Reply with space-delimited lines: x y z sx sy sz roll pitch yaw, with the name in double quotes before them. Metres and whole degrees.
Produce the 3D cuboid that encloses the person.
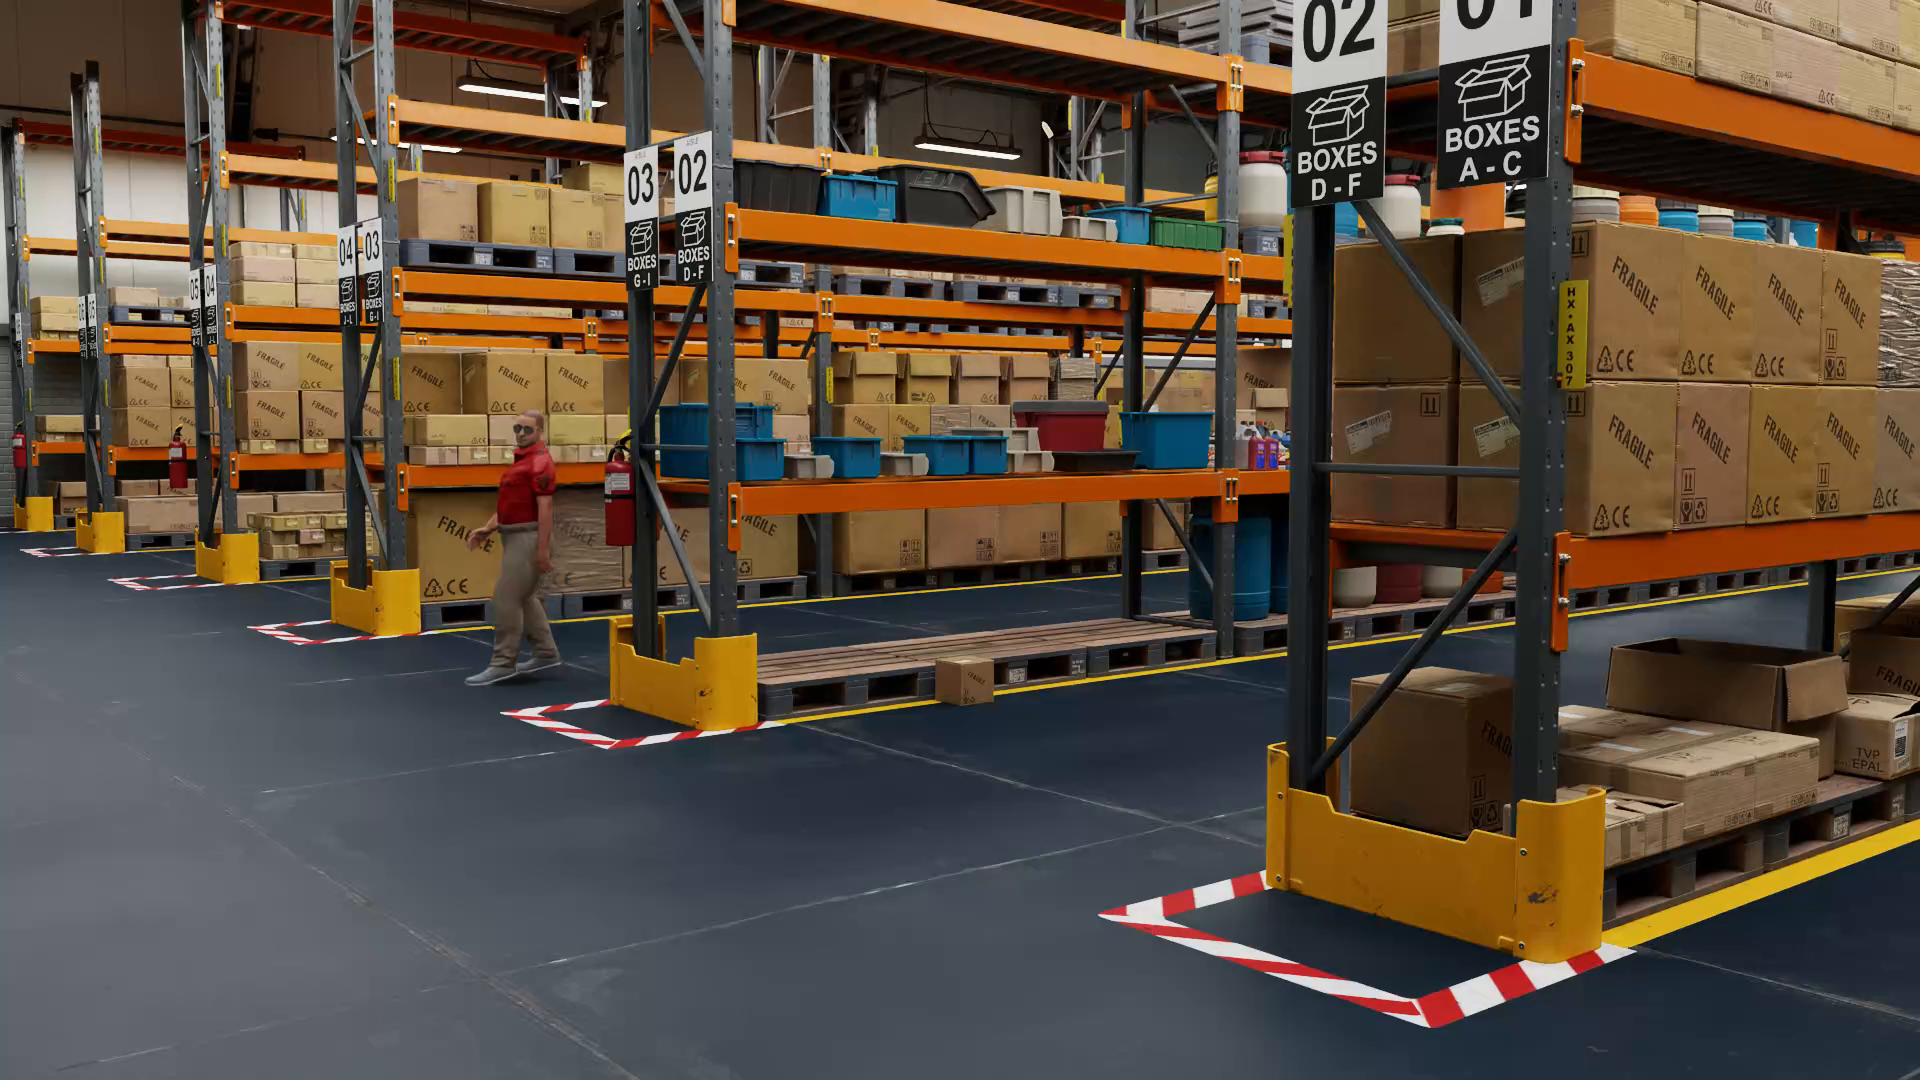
"person" -2.815 0.048 10.475 0.614 1.744 0.564 -2 5 -22
